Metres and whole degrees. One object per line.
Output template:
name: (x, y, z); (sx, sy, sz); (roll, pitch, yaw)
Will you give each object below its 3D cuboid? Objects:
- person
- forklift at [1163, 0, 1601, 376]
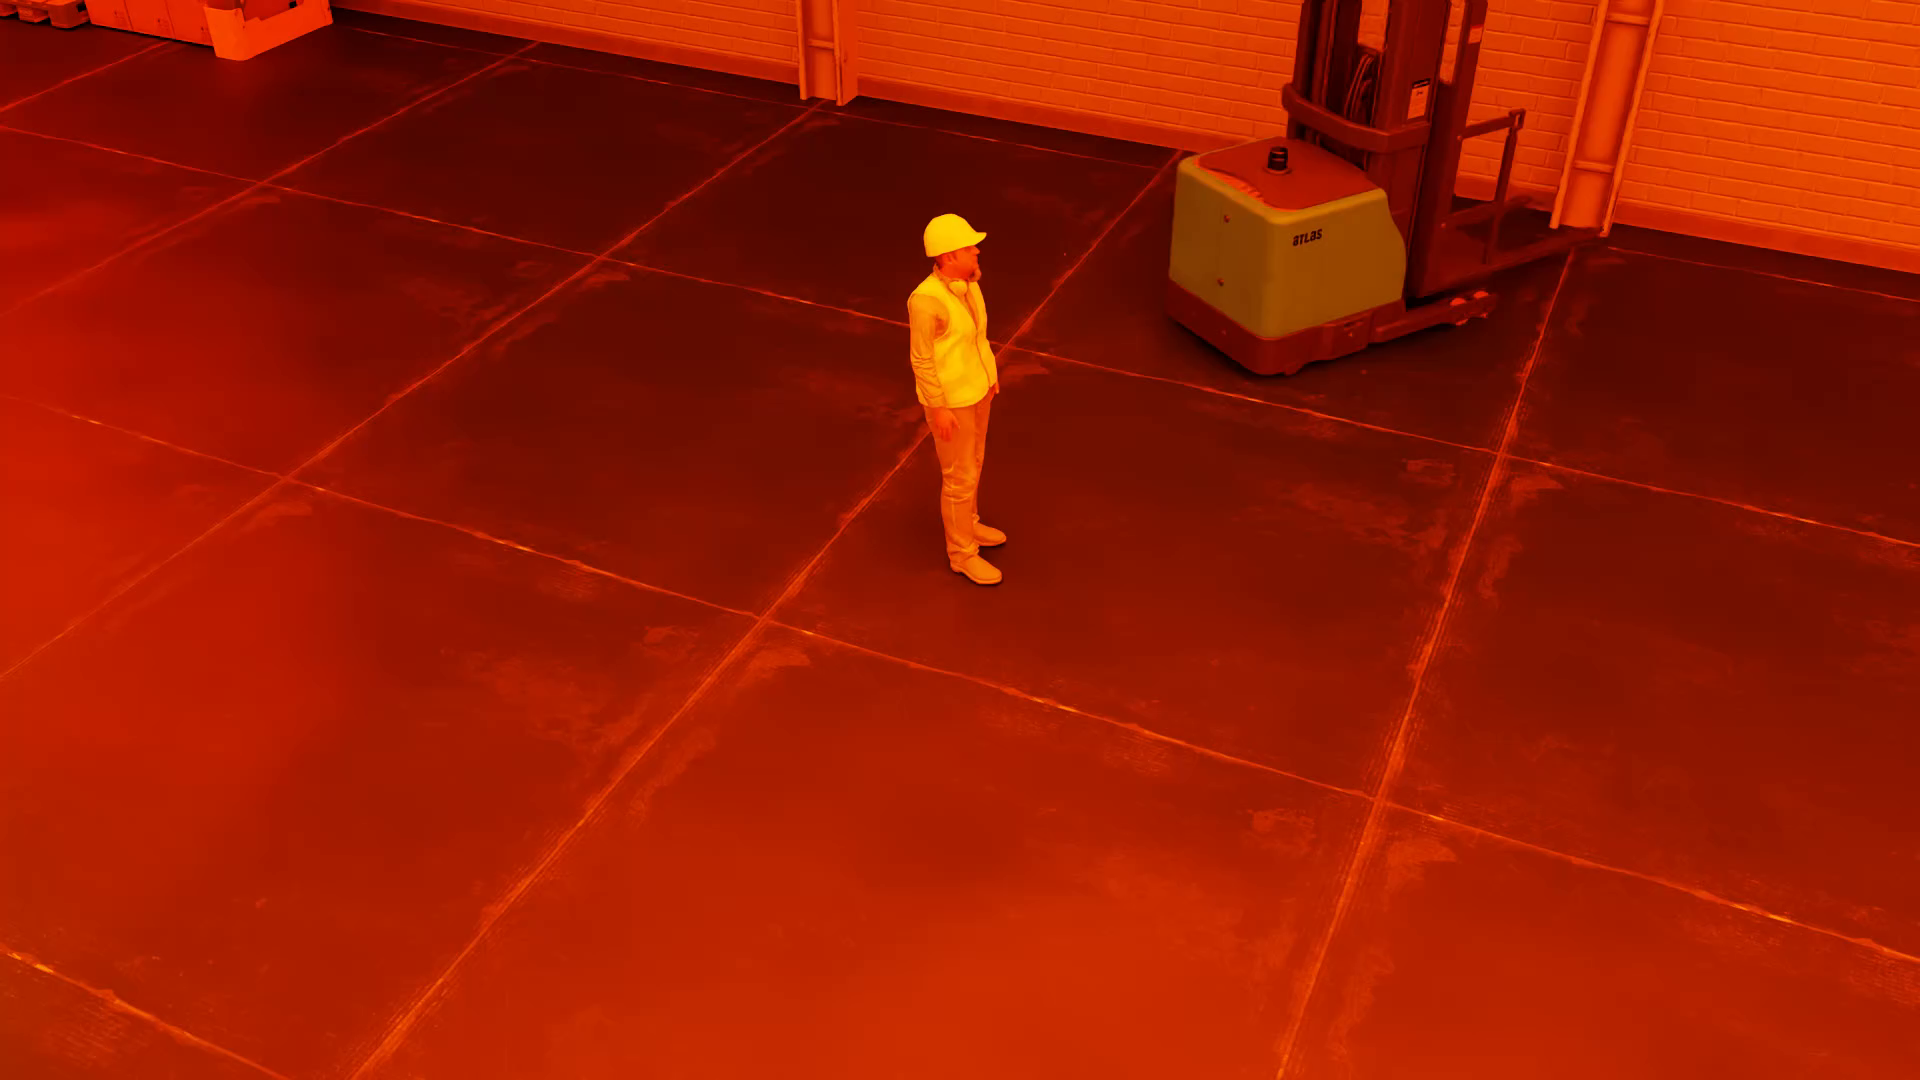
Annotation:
person: (0.053, -0.709, 8.064); (0.568, 1.773, 0.632); (15, 38, 20)
forklift: (2.818, -2.797, 10.008); (3.031, 2.935, 1.130); (-19, 40, -24)
